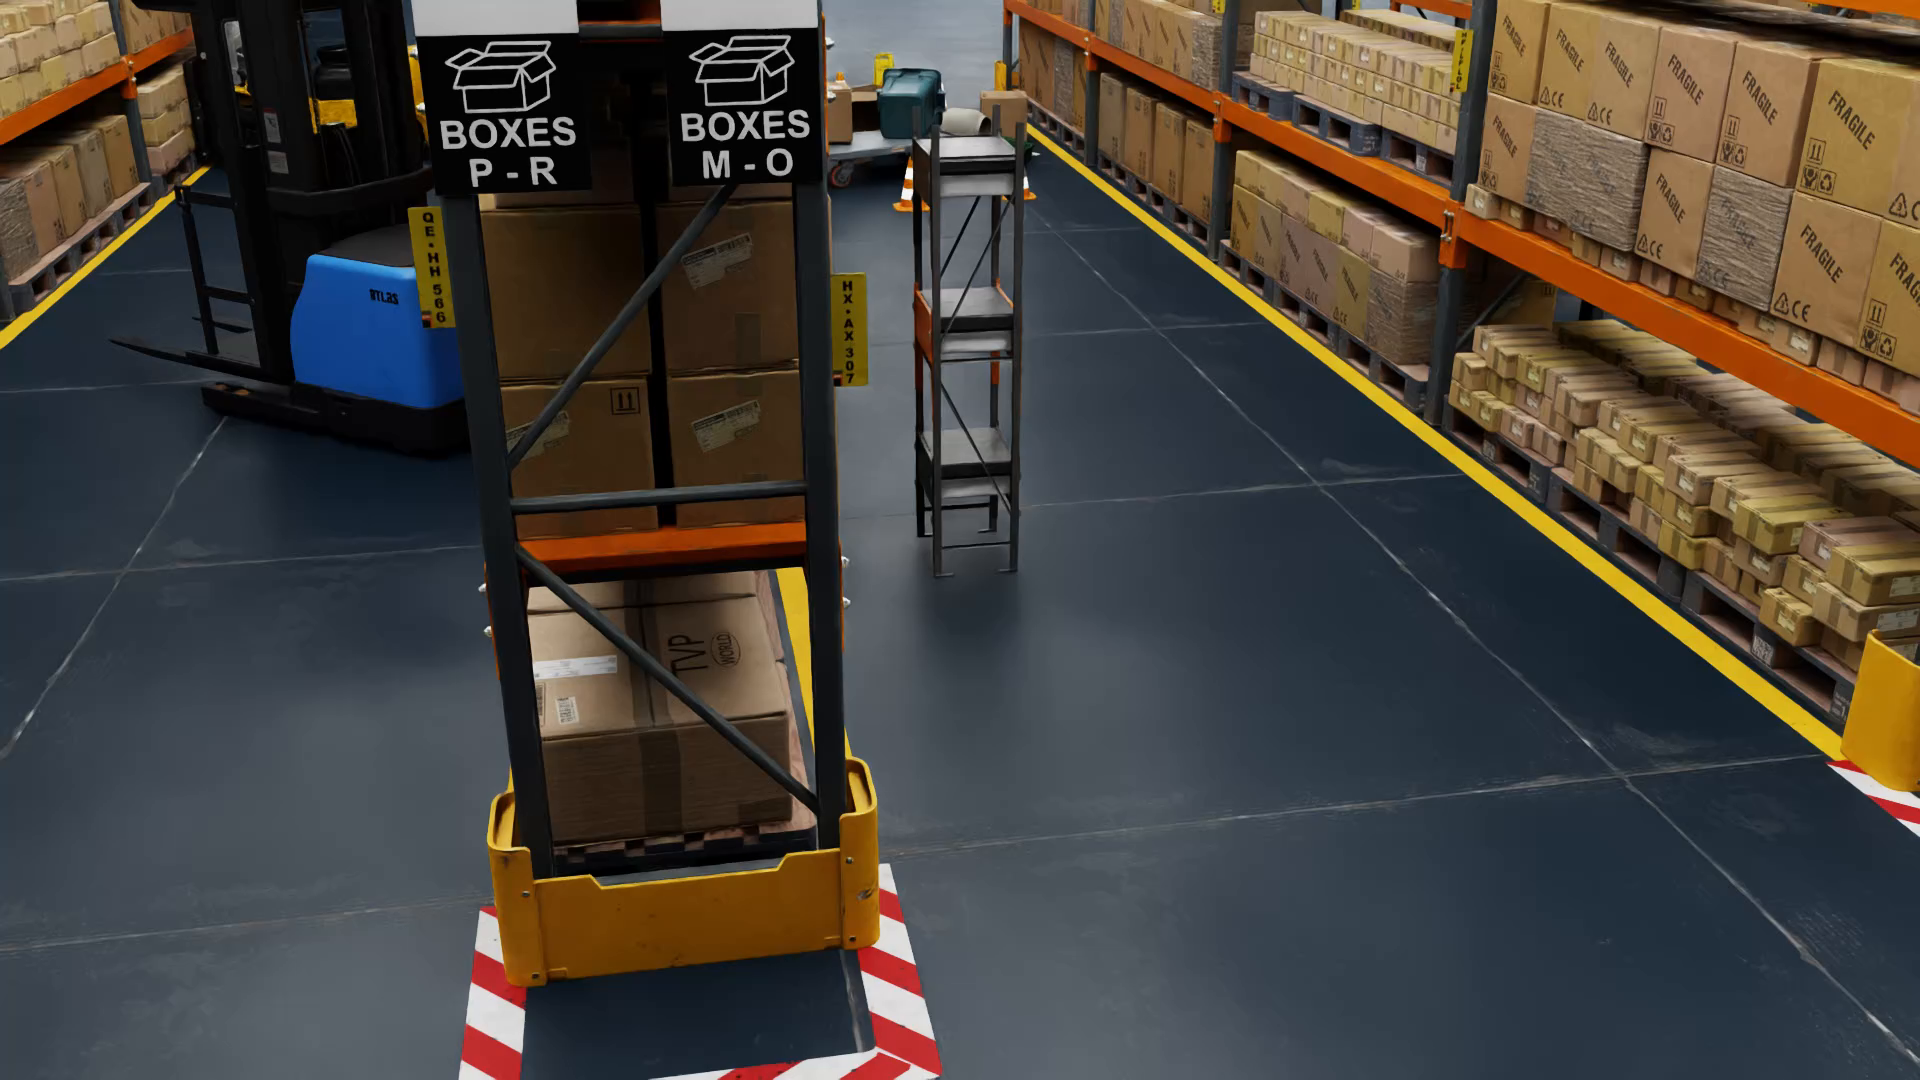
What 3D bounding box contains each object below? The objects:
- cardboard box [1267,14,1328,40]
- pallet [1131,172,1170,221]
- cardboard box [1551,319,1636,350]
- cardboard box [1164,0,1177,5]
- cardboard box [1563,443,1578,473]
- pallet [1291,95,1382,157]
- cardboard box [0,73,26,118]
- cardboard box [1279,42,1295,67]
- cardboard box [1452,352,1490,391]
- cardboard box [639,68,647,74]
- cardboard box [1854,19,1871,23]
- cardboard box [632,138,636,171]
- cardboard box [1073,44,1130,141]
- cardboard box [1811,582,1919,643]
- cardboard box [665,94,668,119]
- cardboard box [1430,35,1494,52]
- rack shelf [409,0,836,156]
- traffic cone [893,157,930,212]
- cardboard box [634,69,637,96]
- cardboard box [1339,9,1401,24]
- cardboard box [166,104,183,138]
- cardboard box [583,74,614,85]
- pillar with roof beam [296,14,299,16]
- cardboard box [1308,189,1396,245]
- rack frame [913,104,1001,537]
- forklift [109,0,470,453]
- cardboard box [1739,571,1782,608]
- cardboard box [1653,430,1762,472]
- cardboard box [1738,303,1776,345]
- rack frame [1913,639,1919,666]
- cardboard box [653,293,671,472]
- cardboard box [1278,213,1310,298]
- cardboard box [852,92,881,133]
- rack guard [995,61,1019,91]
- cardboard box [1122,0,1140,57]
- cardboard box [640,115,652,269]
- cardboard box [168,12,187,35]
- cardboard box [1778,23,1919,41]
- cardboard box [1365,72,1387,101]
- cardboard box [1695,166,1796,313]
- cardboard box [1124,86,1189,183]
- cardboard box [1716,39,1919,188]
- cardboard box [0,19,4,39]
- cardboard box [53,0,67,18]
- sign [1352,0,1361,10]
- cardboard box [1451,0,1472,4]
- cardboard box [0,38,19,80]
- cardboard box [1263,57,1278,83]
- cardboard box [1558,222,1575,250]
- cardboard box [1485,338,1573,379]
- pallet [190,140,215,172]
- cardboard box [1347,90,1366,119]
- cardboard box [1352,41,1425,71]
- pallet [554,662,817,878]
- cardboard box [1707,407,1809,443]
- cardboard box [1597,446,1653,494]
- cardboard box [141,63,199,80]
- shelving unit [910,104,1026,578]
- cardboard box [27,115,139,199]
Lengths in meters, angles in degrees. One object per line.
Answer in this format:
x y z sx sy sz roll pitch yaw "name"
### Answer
2.457 -3.718 12.060 0.380 0.149 0.250 -5 24 -11 "cardboard box"
2.216 -3.186 15.281 1.003 0.211 1.213 -4 24 -10 "pallet"
3.571 -1.134 9.392 0.380 0.149 0.250 -4 24 -8 "cardboard box"
2.150 -4.952 14.467 0.700 0.500 0.500 -5 24 -10 "cardboard box"
3.328 -0.417 8.494 0.380 0.149 0.250 -5 24 -12 "cardboard box"
2.916 -2.806 11.166 1.003 0.211 1.213 -4 24 -10 "pallet"
-7.143 -3.216 12.054 0.500 0.250 0.500 -5 24 -11 "cardboard box"
2.507 -3.467 11.857 0.380 0.149 0.250 -5 24 -11 "cardboard box"
3.002 -0.952 9.347 0.380 0.149 0.250 -3 24 -7 "cardboard box"
-1.184 -2.085 7.091 0.380 0.149 0.250 -5 24 -10 "cardboard box"
7.226 -3.831 13.149 0.500 0.500 0.500 -4 24 -8 "cardboard box"
-1.485 -1.389 6.307 0.500 0.500 0.500 -4 24 -10 "cardboard box"
1.723 -4.714 17.426 0.875 0.875 0.875 -4 24 -9 "cardboard box"
3.611 0.269 6.553 0.380 0.149 0.250 -5 24 -11 "cardboard box"
-0.770 -1.389 5.497 0.380 0.149 0.250 -5 24 -11 "cardboard box"
3.335 -3.249 10.988 0.380 0.149 0.250 -4 24 -8 "cardboard box"
-1.227 -1.948 6.114 1.077 0.370 4.000 -4 24 -10 "rack shelf"
-0.434 -3.250 15.113 0.336 0.463 0.334 -4 24 -10 "traffic cone"
-2.103 -2.755 9.436 0.500 0.500 0.500 -4 24 -8 "cardboard box"
3.051 -3.860 12.387 0.380 0.149 0.250 -5 24 -12 "cardboard box"
-7.834 -4.040 16.039 0.500 0.250 0.500 -4 24 -10 "cardboard box"
-1.410 -1.542 5.848 0.380 0.149 0.250 -4 24 -8 "cardboard box"
-7.438 -13.488 27.890 9.100 9.000 0.400 -4 24 -10 "pillar with roof beam"
2.670 -2.171 11.134 0.500 0.250 0.500 -5 24 -12 "cardboard box"
-0.015 -0.993 7.900 0.400 2.100 0.015 -4 24 -10 "rack frame"
-3.965 -2.242 9.720 3.031 2.935 1.130 13 27 27 "forklift"
3.576 0.196 7.091 0.380 0.149 0.250 -4 24 -10 "cardboard box"
3.450 -0.386 7.680 0.380 0.149 0.250 -5 24 -12 "cardboard box"
3.491 -0.917 6.917 0.380 0.149 0.250 -5 24 -12 "cardboard box"
3.989 -0.523 5.699 1.000 3.000 0.127 -4 24 -10 "rack frame"
-0.784 -0.569 5.681 0.500 0.500 0.500 -5 24 -11 "cardboard box"
2.586 -2.020 11.726 0.500 0.500 0.500 -5 24 -11 "cardboard box"
-0.821 -4.457 17.657 0.797 0.637 0.503 -4 24 -10 "cardboard box"
1.026 -5.680 20.630 1.175 0.500 0.348 -4 24 -10 "rack guard"
1.787 -4.666 15.061 0.500 0.500 0.500 -4 24 -10 "cardboard box"
-0.871 -1.235 5.956 0.500 0.500 0.500 -4 24 -10 "cardboard box"
-8.058 -5.310 16.534 0.500 0.500 0.500 -4 24 -9 "cardboard box"
3.896 -1.964 7.252 0.500 0.500 0.500 -5 24 -11 "cardboard box"
2.787 -2.862 10.474 0.380 0.149 0.250 -6 24 -12 "cardboard box"
3.460 -1.264 6.900 0.500 0.500 0.500 -4 24 -10 "cardboard box"
2.148 -3.787 15.459 1.050 0.750 0.750 -4 24 -10 "cardboard box"
3.462 -1.728 6.712 0.500 0.500 0.500 -3 24 -7 "cardboard box"
-7.167 -3.691 12.017 0.380 0.149 0.250 -4 24 -9 "cardboard box"
-7.447 -4.291 13.392 0.380 0.149 0.250 -5 24 -11 "cardboard box"
3.042 -4.207 12.788 0.100 0.325 0.005 -4 24 -10 "sign"
5.924 -6.301 19.244 0.380 0.149 0.250 -4 24 -10 "cardboard box"
-7.147 -3.444 11.951 0.500 0.250 0.500 -4 24 -8 "cardboard box"
2.444 -3.450 12.191 0.380 0.149 0.250 -3 24 -7 "cardboard box"
3.247 -1.541 8.344 0.380 0.149 0.250 -5 24 -12 "cardboard box"
3.102 -0.991 9.065 0.380 0.149 0.250 -3 24 -7 "cardboard box"
-8.288 -3.987 17.114 1.003 0.211 1.213 -4 24 -10 "pallet"
2.738 -2.827 10.764 0.380 0.149 0.250 -3 24 -7 "cardboard box"
2.743 -3.102 10.651 0.380 0.149 0.250 -5 24 -12 "cardboard box"
-1.081 0.853 6.034 1.003 0.211 1.213 -4 24 -10 "pallet"
3.823 -0.520 7.988 0.380 0.149 0.250 -4 24 -10 "cardboard box"
3.298 -0.347 7.962 0.380 0.149 0.250 -4 24 -9 "cardboard box"
-8.011 -4.676 16.869 0.500 0.250 0.500 -5 24 -11 "cardboard box"
0.031 -0.897 7.681 0.431 2.100 0.503 -4 24 -10 "shelving unit"
-7.846 -3.367 14.655 0.875 0.625 0.625 -3 24 -7 "cardboard box"
